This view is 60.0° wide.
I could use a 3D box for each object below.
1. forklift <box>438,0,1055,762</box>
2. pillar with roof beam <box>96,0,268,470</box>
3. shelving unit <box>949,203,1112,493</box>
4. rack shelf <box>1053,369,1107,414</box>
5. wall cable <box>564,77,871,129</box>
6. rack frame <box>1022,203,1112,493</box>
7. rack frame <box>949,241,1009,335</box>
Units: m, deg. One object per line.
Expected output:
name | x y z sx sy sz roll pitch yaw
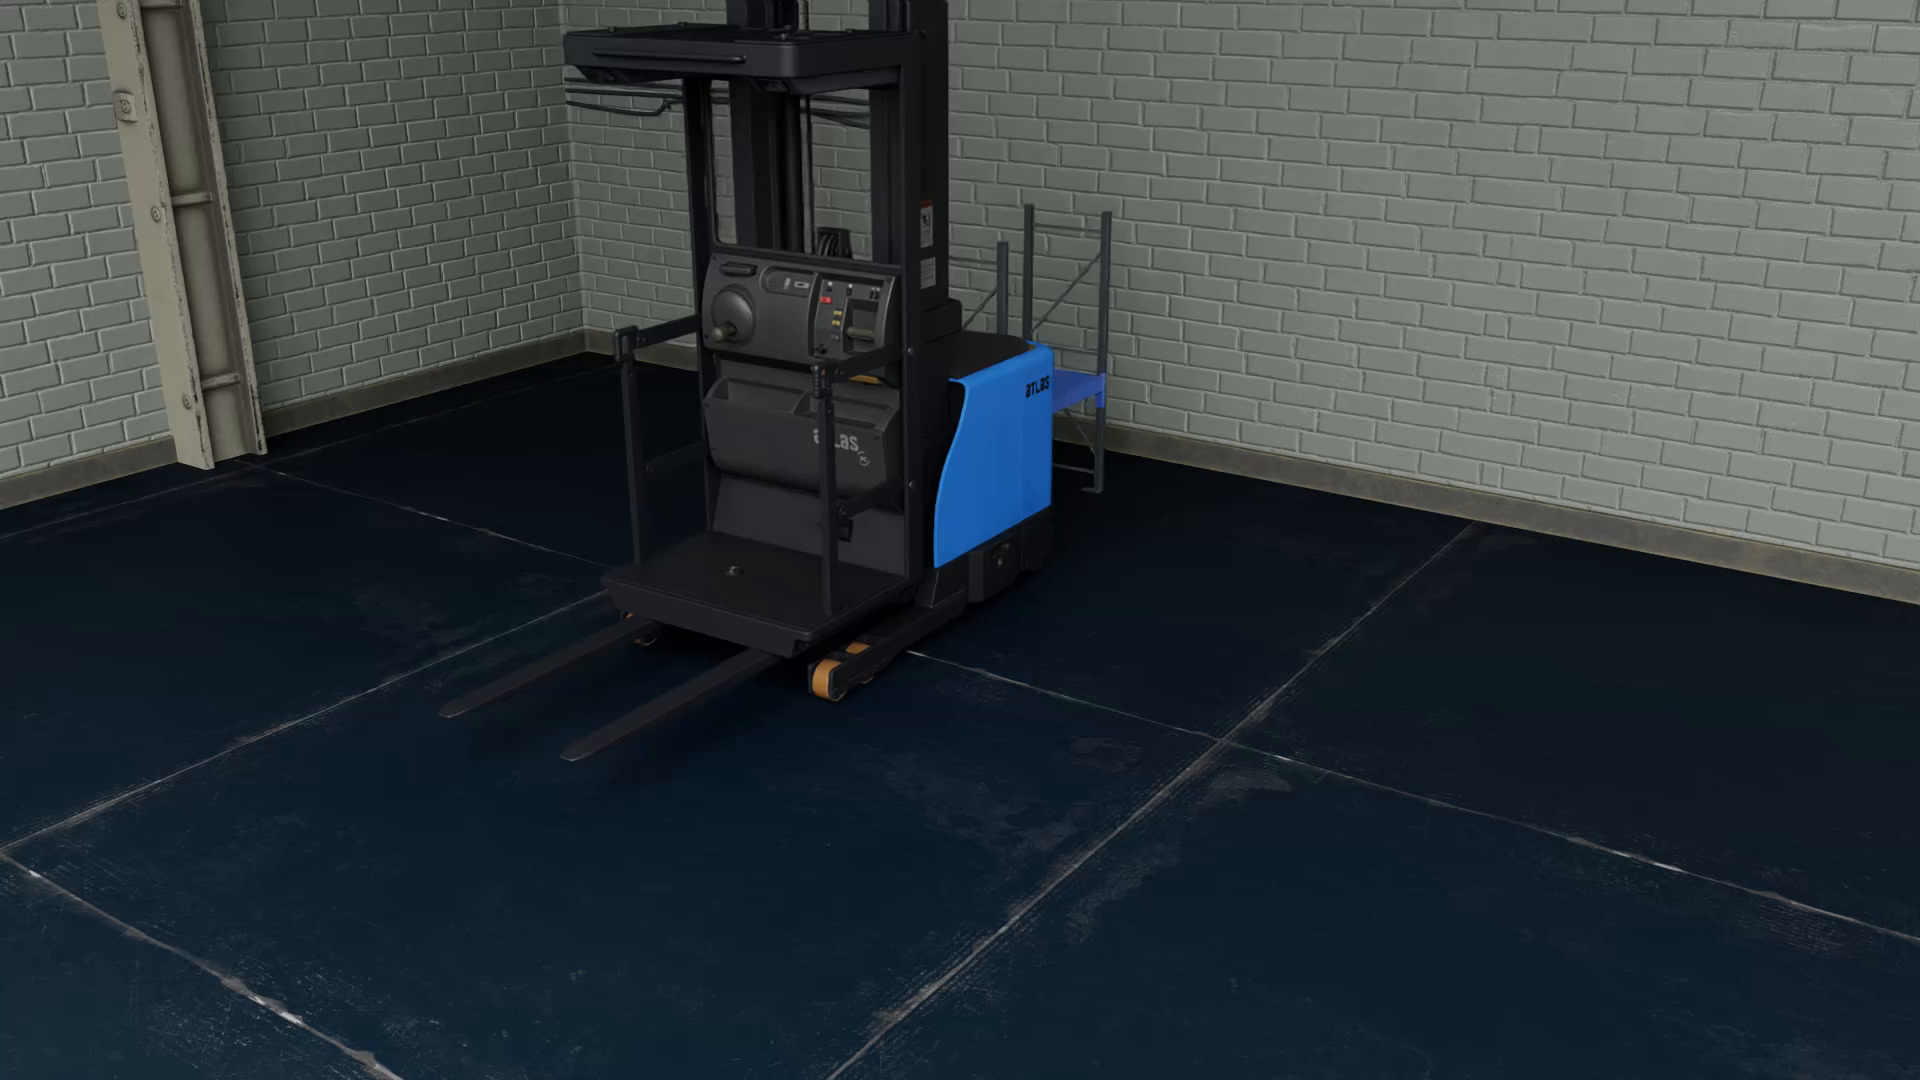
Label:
forklift | -0.773 -0.925 6.540 1.130 2.935 3.031 13 24 30
pillar with roof beam | -0.683 -3.860 5.730 9.100 9.000 0.400 13 24 32
shelving unit | 0.280 -0.860 8.428 0.538 1.500 1.048 13 24 30
rack shelf | 0.280 -0.691 8.491 0.538 0.185 1.000 13 24 30
wall cable | -1.494 -3.831 10.127 3.097 2.526 0.112 13 24 32
rack frame | 0.554 -1.009 8.830 0.500 1.500 0.032 13 24 30
rack frame | 0.005 -0.712 8.027 0.500 1.500 0.032 13 24 30
